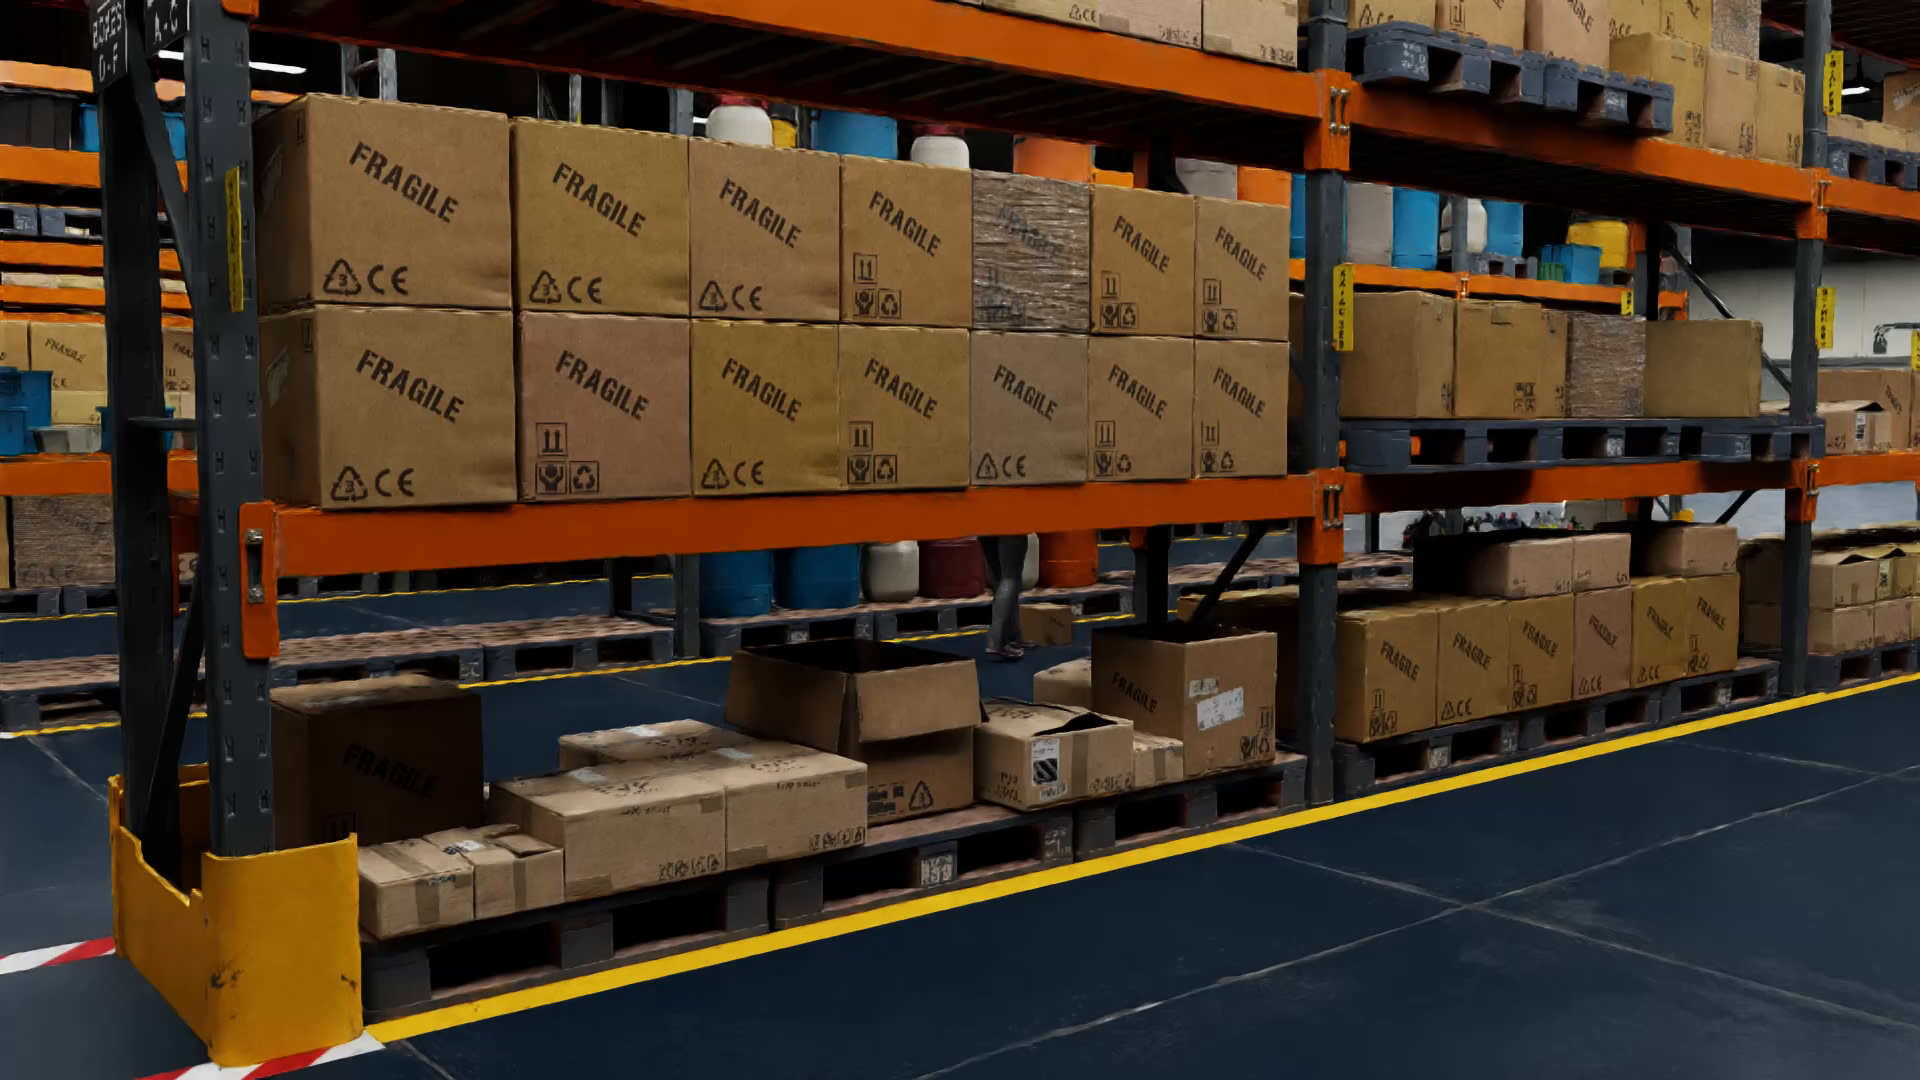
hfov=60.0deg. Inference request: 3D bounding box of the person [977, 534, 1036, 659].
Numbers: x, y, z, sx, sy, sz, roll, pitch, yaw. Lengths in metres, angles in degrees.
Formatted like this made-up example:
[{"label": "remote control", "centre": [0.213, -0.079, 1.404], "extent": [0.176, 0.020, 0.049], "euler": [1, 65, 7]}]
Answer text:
[{"label": "person", "centre": [0.300, -0.098, 10.491], "extent": [0.624, 1.650, 0.718], "euler": [3, 5, 33]}]
